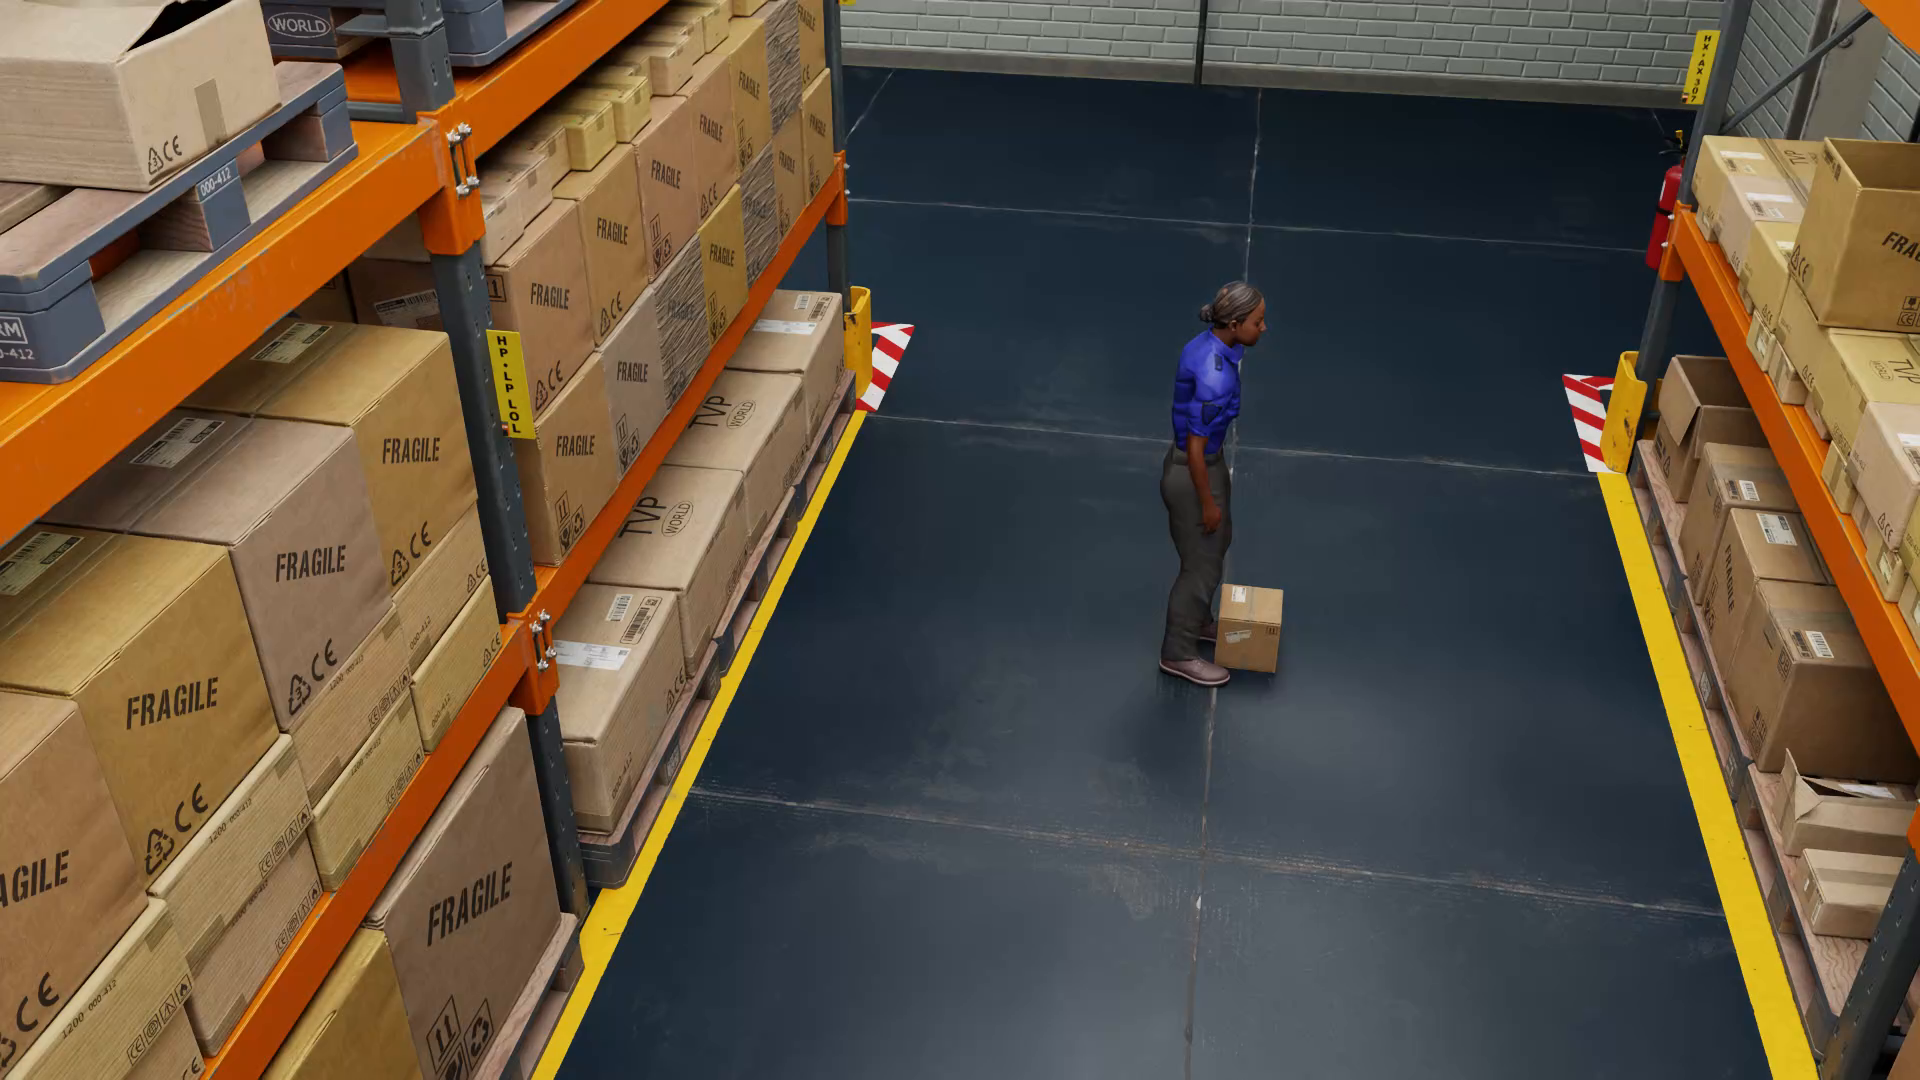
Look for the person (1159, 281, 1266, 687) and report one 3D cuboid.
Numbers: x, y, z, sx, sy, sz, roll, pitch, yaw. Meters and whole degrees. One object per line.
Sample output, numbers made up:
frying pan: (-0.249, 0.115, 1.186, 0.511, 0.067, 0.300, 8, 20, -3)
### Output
person: (0.983, -0.238, 6.514, 0.391, 1.655, 0.505, 5, 33, 9)
